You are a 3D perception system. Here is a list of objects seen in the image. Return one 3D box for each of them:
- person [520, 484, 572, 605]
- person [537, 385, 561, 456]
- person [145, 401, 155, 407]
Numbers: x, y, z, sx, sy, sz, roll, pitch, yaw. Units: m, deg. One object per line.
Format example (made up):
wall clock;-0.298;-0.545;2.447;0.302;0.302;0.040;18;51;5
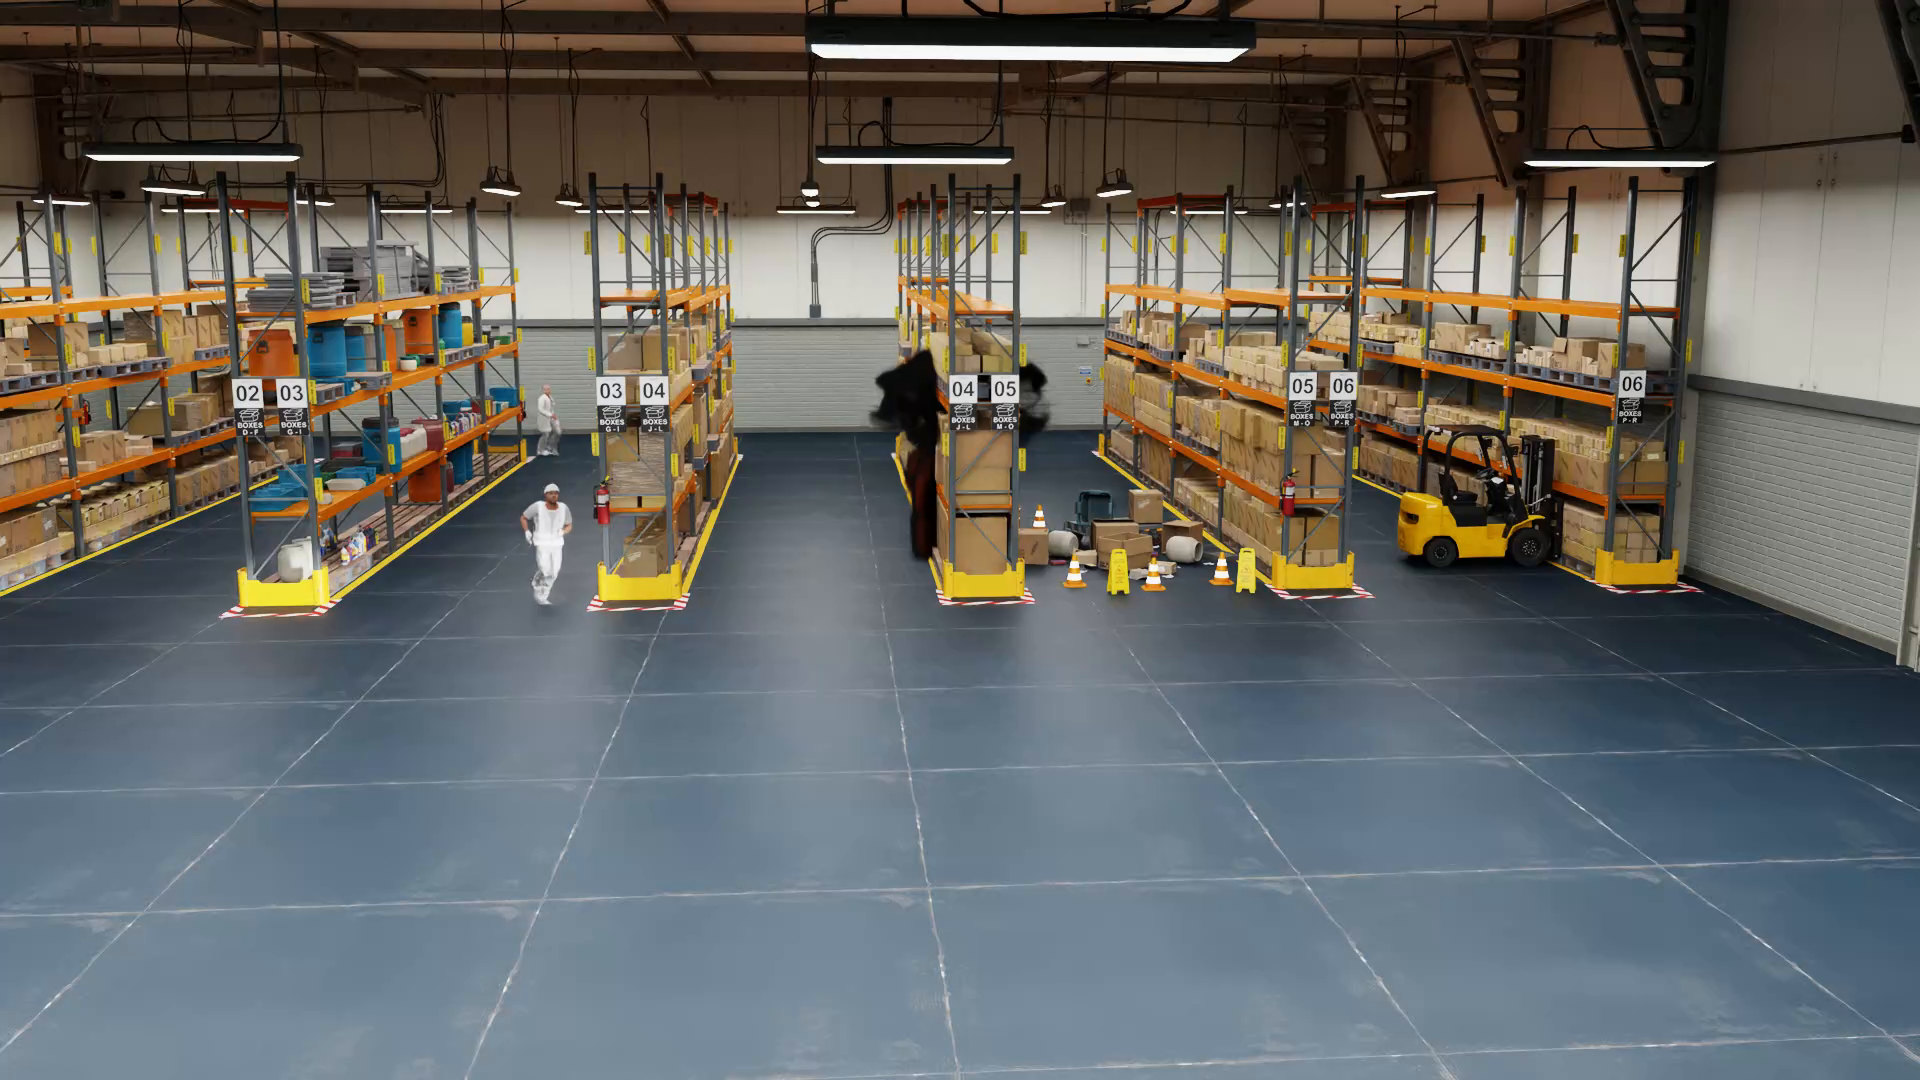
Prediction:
person;-5.749;0.067;23.328;0.668;1.721;0.556;-6;12;-32
person;-9.985;-2.853;39.999;0.753;1.782;0.717;4;11;23
person;-17.193;-2.105;35.564;0.667;1.788;0.911;-2;10;-10
